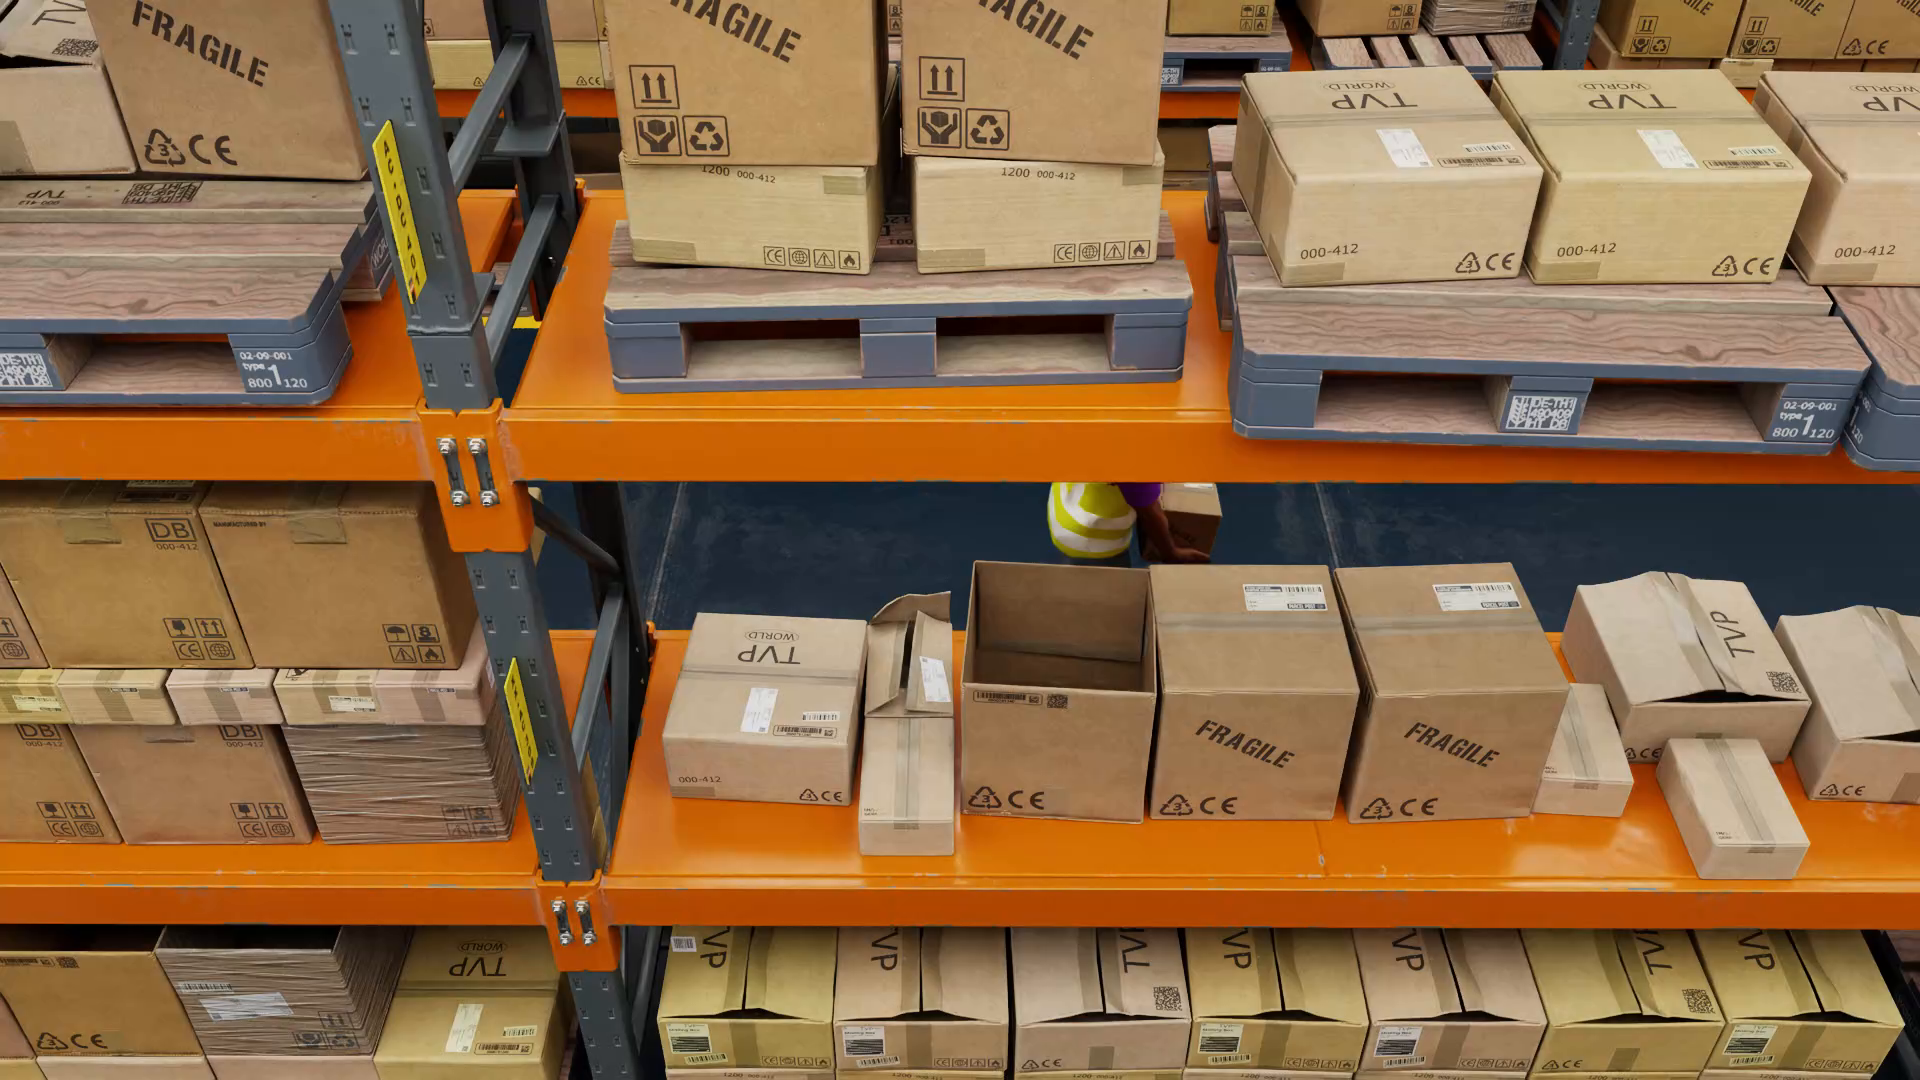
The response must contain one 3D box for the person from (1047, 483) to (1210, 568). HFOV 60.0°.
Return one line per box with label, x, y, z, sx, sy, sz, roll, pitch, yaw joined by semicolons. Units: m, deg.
person;0.622;-0.054;6.216;0.593;1.746;0.501;0;39;-1
